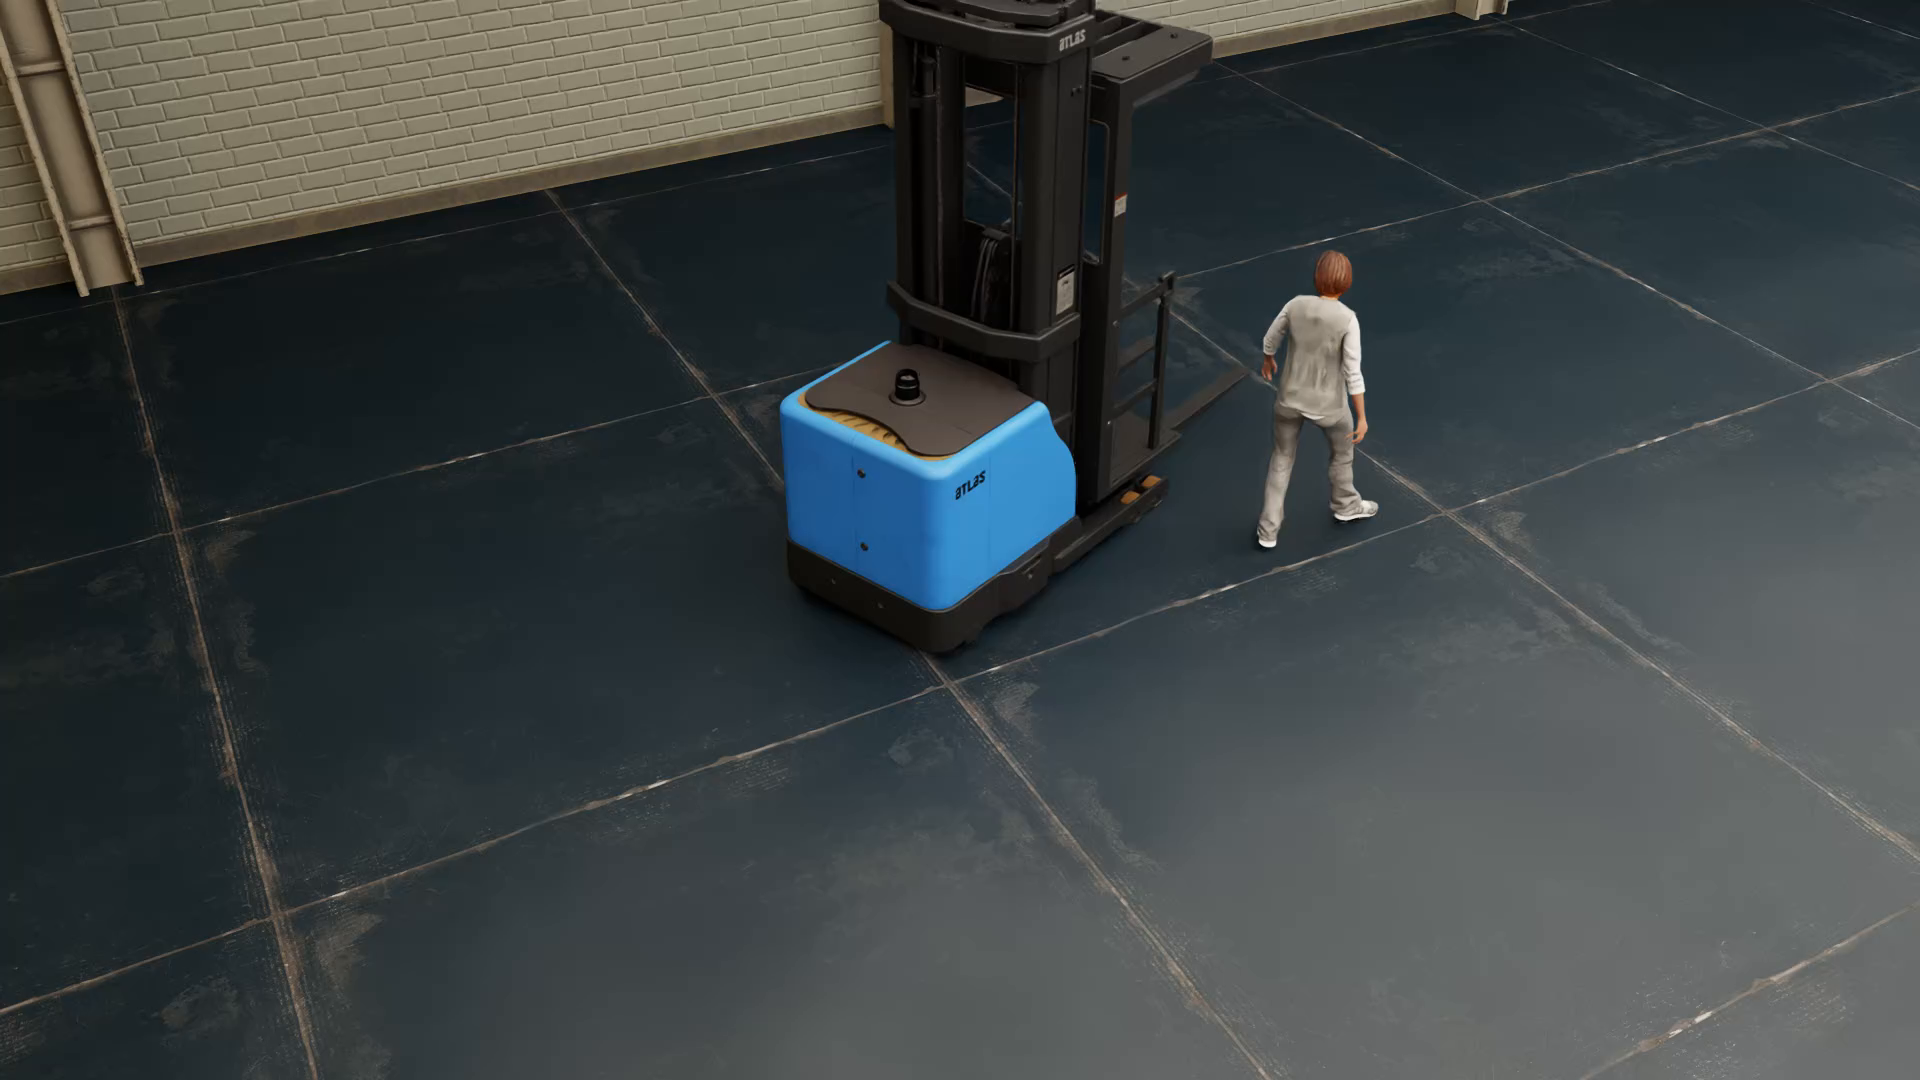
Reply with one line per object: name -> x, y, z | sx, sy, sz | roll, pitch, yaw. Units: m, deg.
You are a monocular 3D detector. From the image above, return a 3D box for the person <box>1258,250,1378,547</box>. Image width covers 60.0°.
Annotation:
person -> 1.779, -0.720, 8.342 | 0.666, 1.555, 0.672 | 19, 40, 25

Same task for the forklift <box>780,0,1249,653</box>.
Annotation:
forklift -> 0.466, -1.453, 8.178 | 1.130, 2.935, 3.031 | 25, 42, 31
